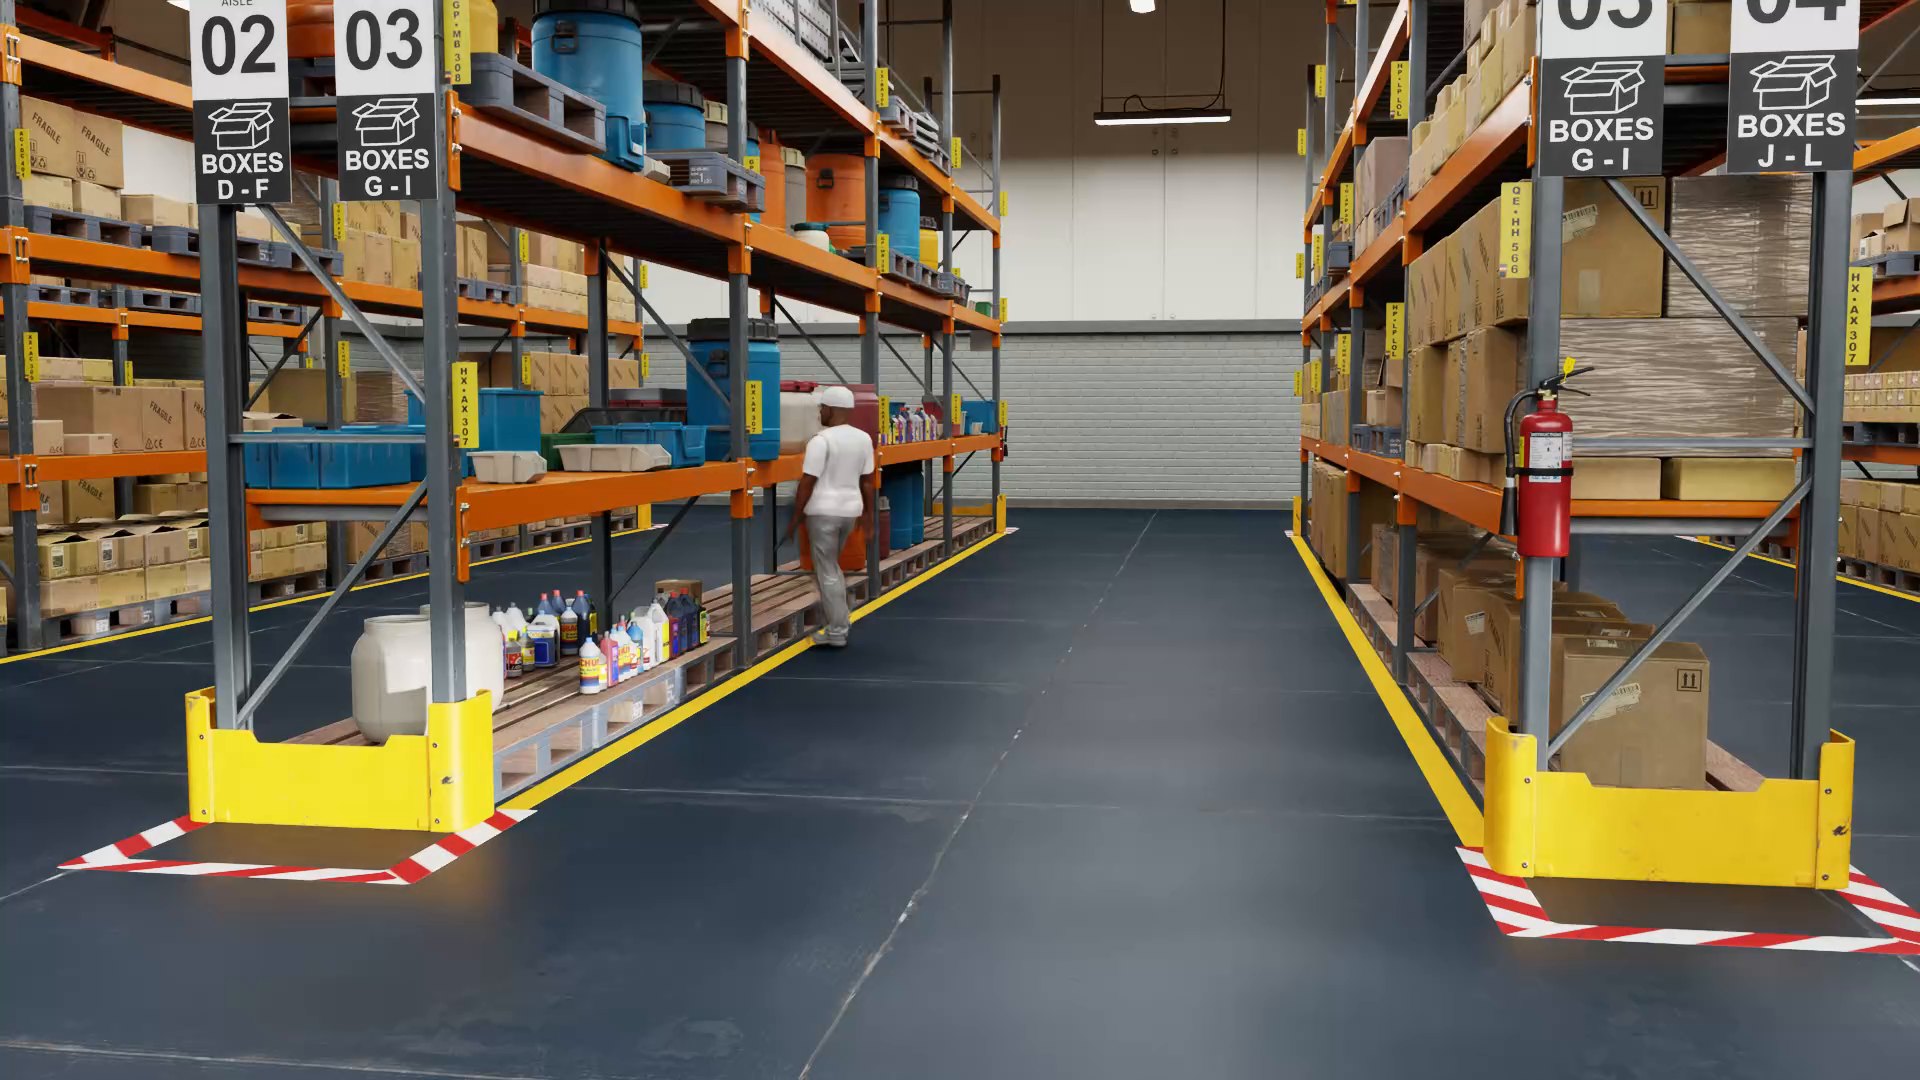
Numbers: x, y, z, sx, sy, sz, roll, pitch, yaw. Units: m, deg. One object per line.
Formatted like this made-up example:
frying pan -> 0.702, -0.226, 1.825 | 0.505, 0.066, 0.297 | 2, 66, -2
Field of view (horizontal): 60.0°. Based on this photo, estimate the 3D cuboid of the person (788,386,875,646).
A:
person -> -0.902, -0.145, 11.384 | 0.479, 1.805, 0.616 | 4, 6, 42
